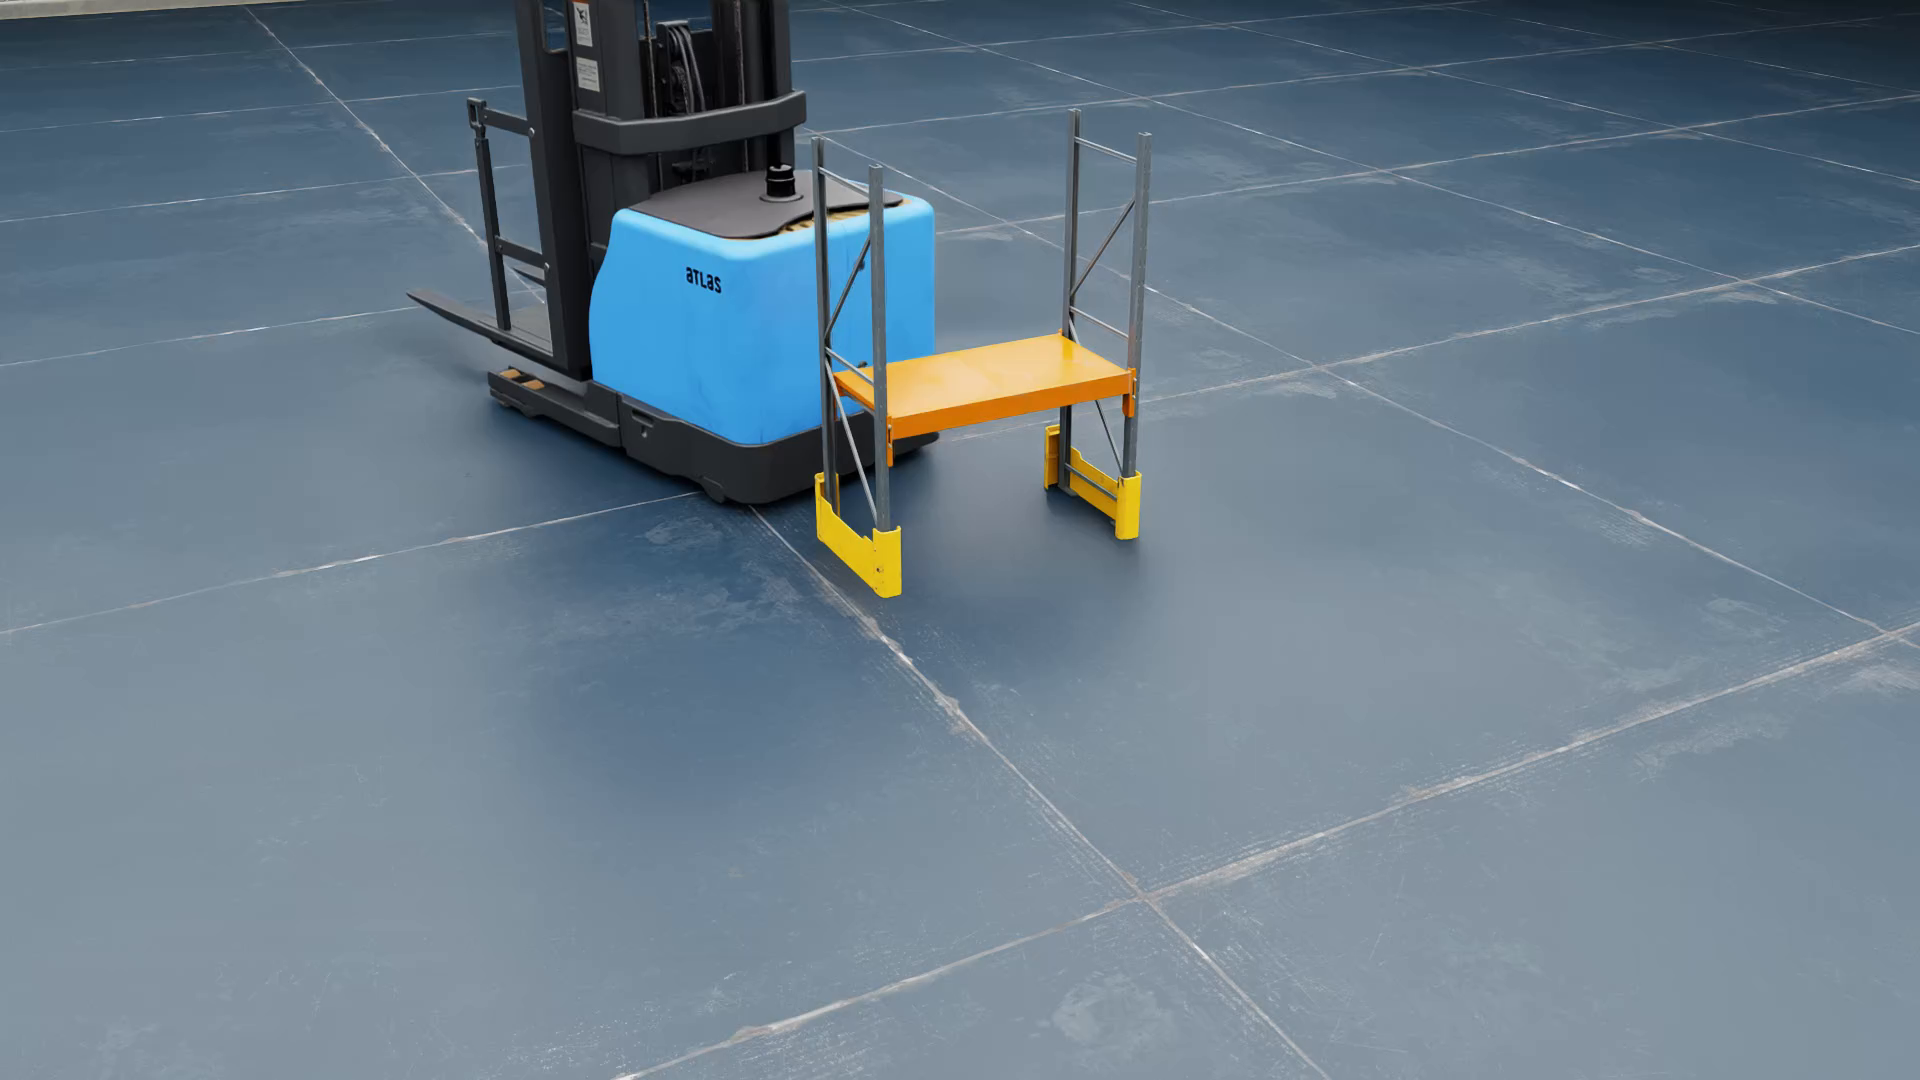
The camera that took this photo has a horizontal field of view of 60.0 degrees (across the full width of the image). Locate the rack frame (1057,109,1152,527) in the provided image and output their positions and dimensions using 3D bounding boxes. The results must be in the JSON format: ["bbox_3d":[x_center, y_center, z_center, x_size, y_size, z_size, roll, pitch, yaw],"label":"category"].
[{"bbox_3d":[0.524,-0.797,6.177,0.032,1.500,0.500,-13,29,-25],"label":"rack frame"}]

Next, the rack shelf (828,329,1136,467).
[{"bbox_3d":[0.075,-0.531,6.039,1.000,0.185,0.538,-13,29,-25],"label":"rack shelf"}]

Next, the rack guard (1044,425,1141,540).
[{"bbox_3d":[0.507,-0.230,6.439,0.087,0.250,0.587,-13,29,-25],"label":"rack guard"}]

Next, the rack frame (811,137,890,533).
[{"bbox_3d":[-0.373,-0.590,5.746,0.032,1.500,0.500,-13,29,-25],"label":"rack frame"}]

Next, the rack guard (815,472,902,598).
[{"bbox_3d":[-0.372,-0.027,6.017,0.087,0.250,0.587,-13,29,-25],"label":"rack guard"}]

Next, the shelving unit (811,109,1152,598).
[{"bbox_3d":[0.067,-0.692,5.958,1.083,1.500,0.587,-13,29,-25],"label":"shelving unit"}]

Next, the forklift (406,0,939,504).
[{"bbox_3d":[-1.478,-2.000,7.030,1.130,2.935,3.031,-23,34,-39],"label":"forklift"}]
